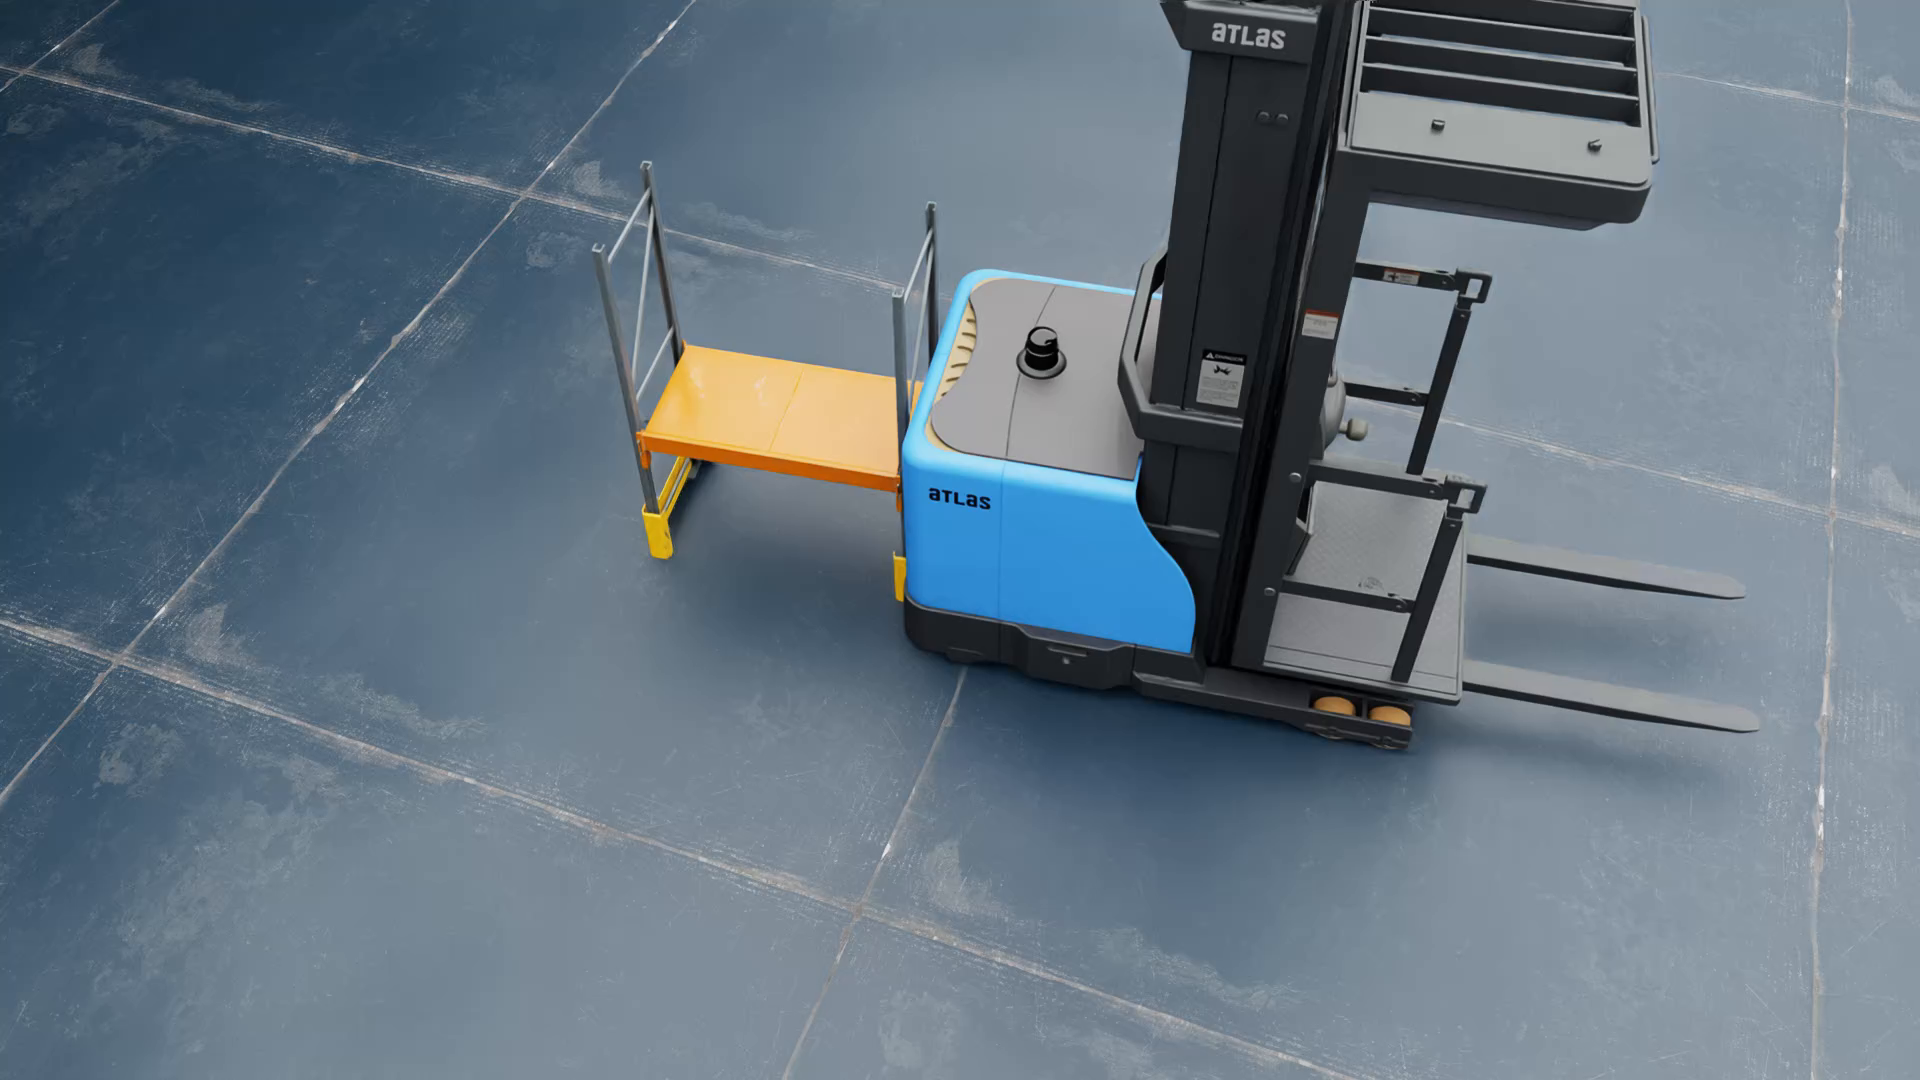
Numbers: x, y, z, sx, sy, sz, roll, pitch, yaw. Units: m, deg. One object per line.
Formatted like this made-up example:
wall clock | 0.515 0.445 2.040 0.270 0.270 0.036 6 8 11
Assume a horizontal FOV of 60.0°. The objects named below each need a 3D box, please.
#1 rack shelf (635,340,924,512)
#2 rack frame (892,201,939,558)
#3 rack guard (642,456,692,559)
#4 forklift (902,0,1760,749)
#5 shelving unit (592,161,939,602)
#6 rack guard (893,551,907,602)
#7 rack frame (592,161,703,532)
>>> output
rack shelf | -0.643 -0.436 6.240 1.000 0.185 0.538 10 50 8
rack frame | -0.147 -0.468 6.030 0.032 1.500 0.500 10 50 8
rack guard | -1.120 -0.226 6.647 0.087 0.250 0.587 10 50 8
forklift | 1.366 -0.656 5.245 3.031 2.935 1.130 10 50 8
shelving unit | -0.634 -0.552 6.103 1.083 1.500 0.587 10 50 8
rack guard | -0.149 -0.059 6.502 0.087 0.250 0.587 10 50 8
rack frame | -1.139 -0.639 6.178 0.032 1.500 0.500 10 50 8
